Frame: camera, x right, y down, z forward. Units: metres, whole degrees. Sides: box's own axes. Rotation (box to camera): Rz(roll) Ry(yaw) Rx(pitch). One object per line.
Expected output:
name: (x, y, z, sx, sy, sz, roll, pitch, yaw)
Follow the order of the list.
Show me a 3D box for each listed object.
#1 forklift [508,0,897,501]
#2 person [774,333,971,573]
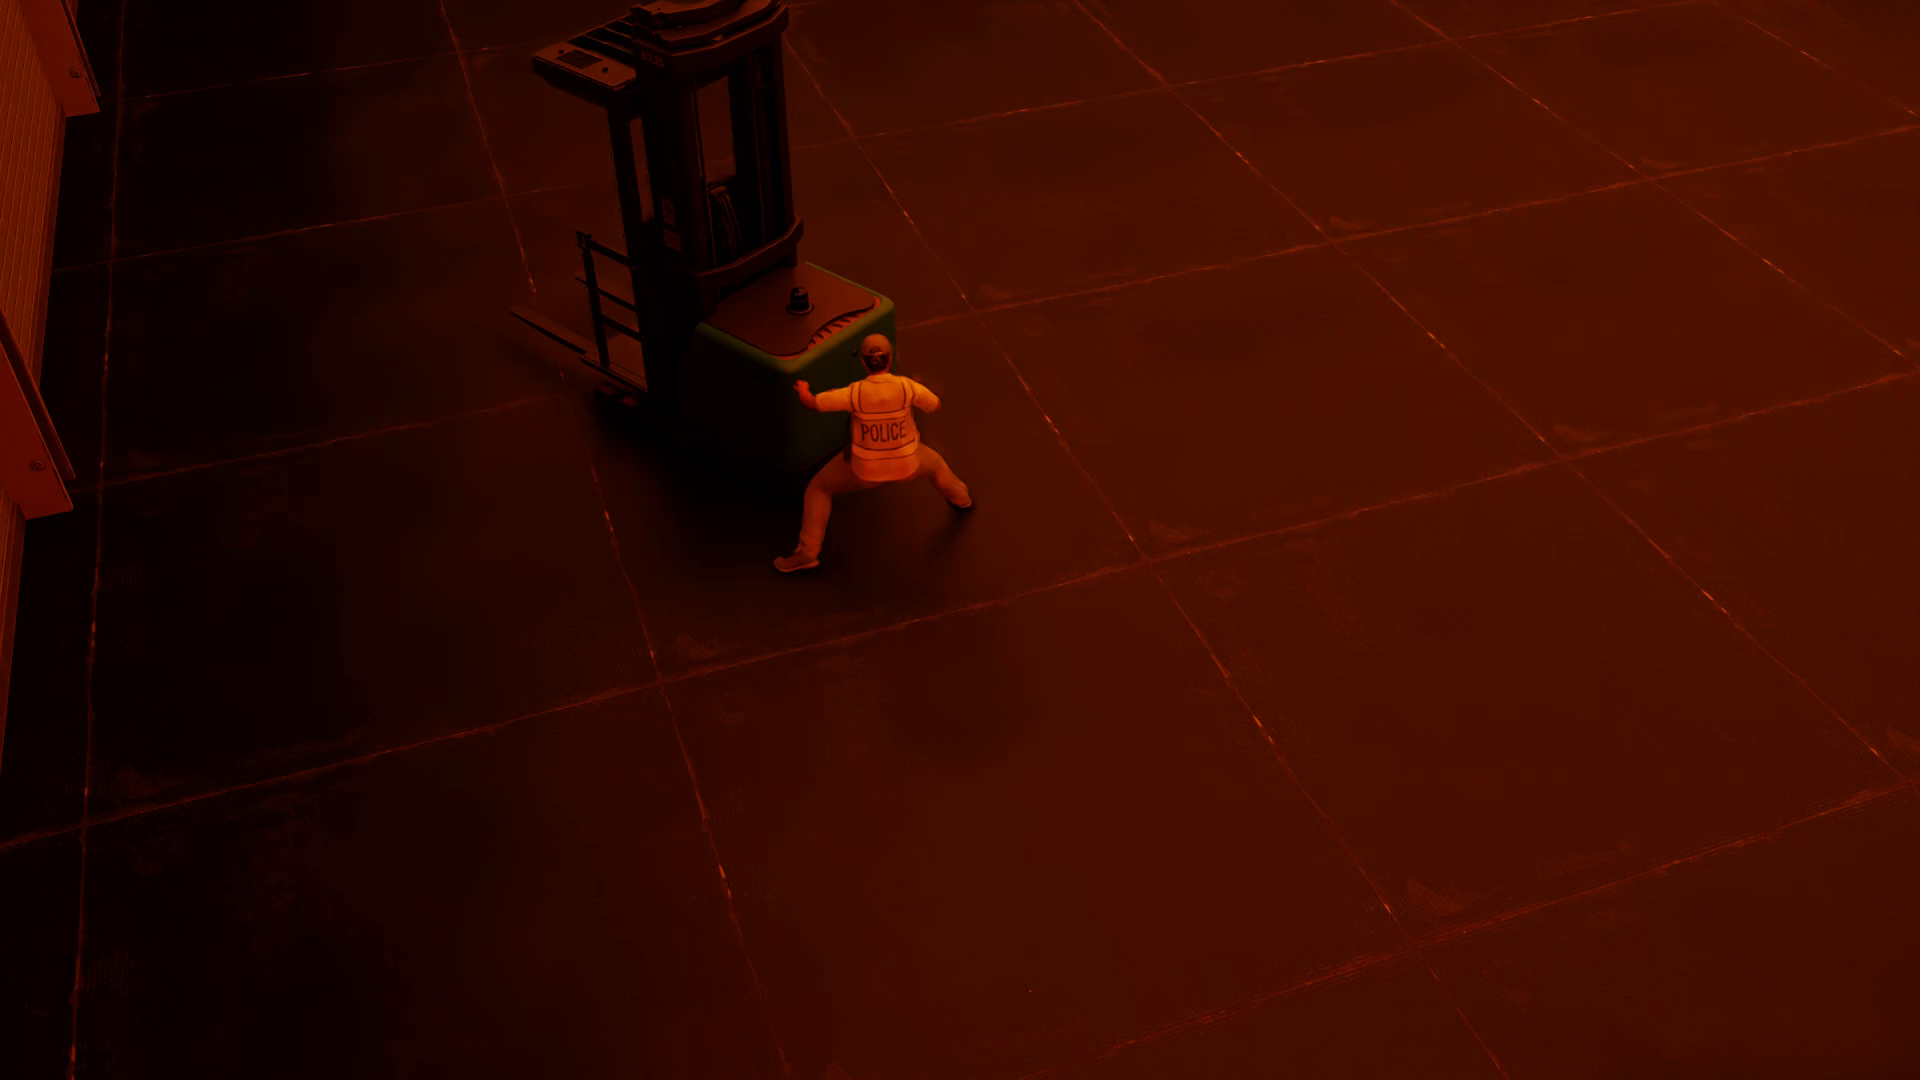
forklift: (-1.853, -2.160, 10.569, 3.031, 2.935, 1.130, 28, 47, 29)
person: (-0.534, -0.610, 9.862, 1.282, 1.462, 0.798, -6, 40, -7)
